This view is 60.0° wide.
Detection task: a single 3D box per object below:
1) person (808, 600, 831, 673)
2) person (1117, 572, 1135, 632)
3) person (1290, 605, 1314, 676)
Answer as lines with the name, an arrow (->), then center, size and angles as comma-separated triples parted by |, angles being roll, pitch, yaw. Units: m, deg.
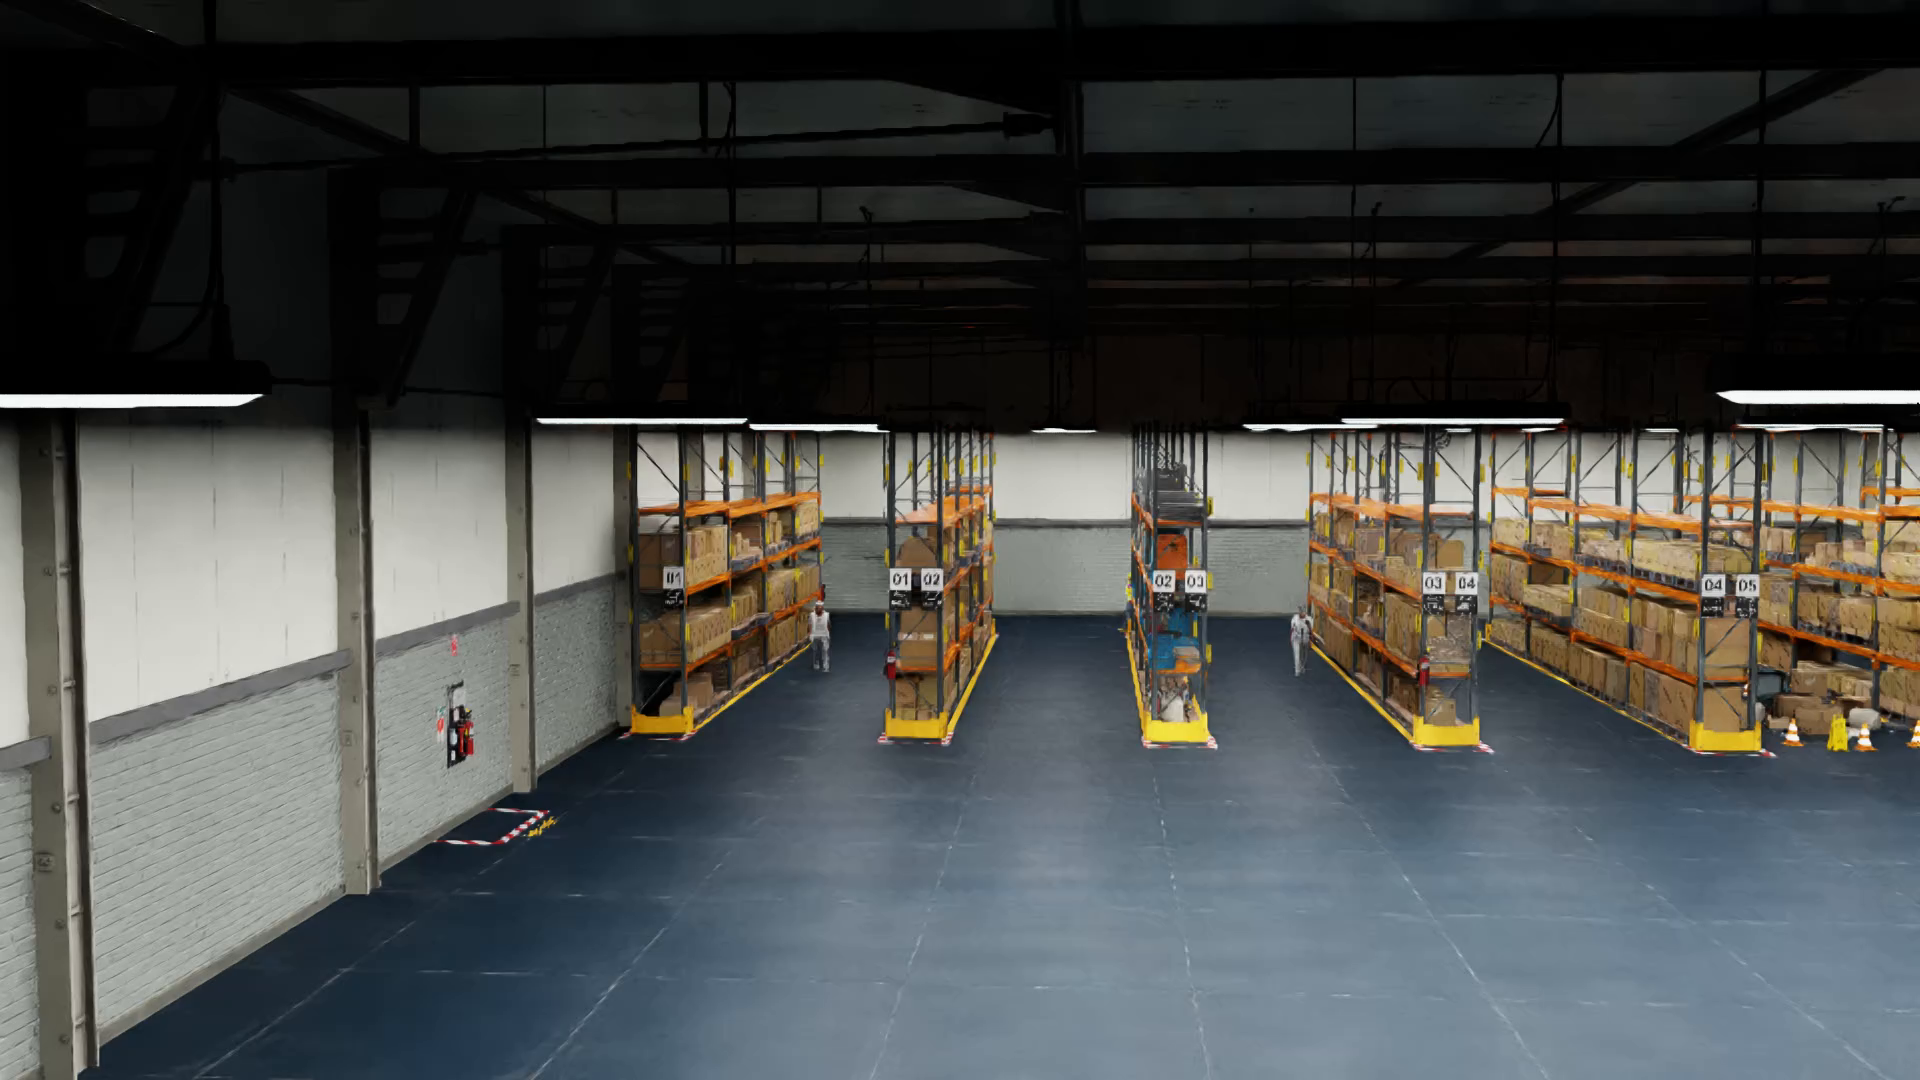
person -> -3.398, 2.311, 40.132 | 0.554, 1.724, 1.031 | 0, 4, -4
person -> 4.985, 1.791, 48.212 | 0.648, 1.756, 0.626 | -3, 5, -43
person -> 8.145, 2.363, 39.582 | 0.537, 1.676, 1.130 | 0, 4, 2
